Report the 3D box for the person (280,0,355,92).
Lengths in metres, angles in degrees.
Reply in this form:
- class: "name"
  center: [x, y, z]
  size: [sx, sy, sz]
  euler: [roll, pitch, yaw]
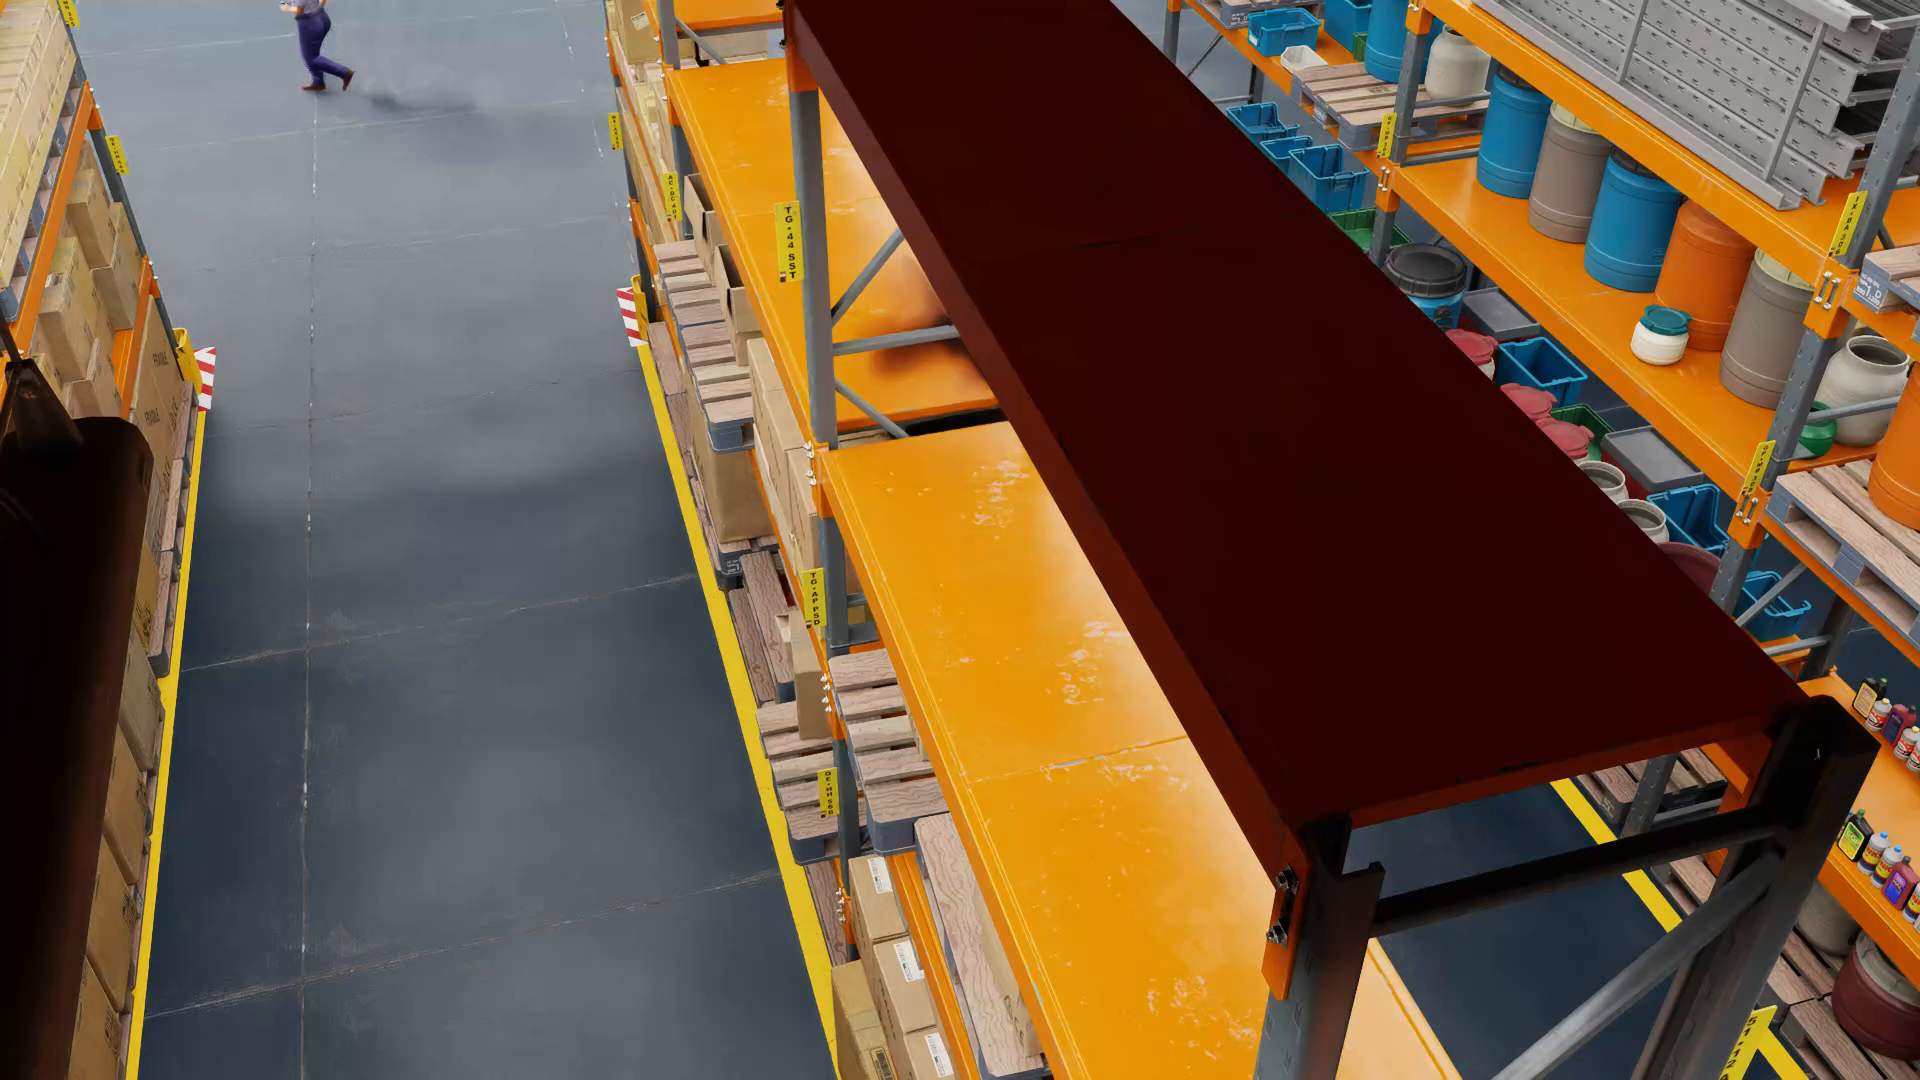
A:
- class: "person"
  center: [-7.340, -5.861, 18.925]
  size: [0.784, 1.611, 0.620]
  euler: [6, 39, 8]
